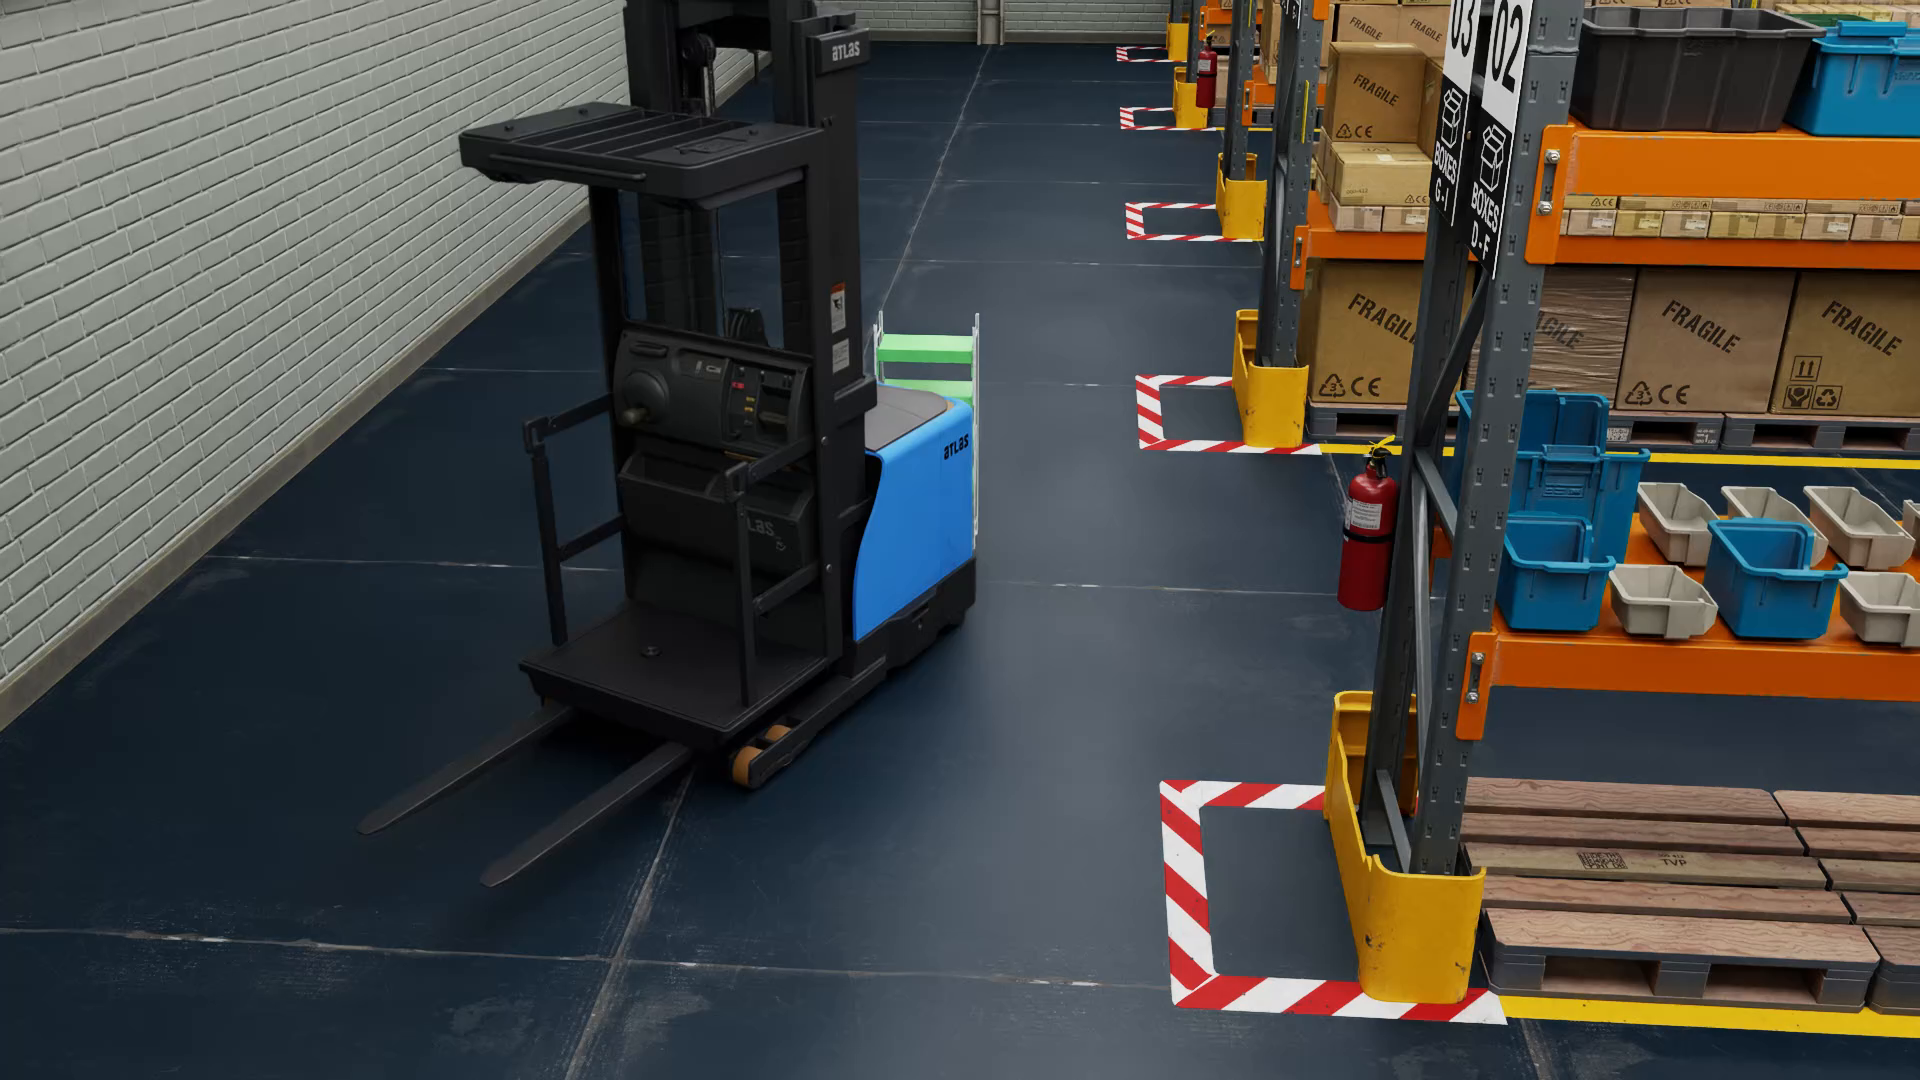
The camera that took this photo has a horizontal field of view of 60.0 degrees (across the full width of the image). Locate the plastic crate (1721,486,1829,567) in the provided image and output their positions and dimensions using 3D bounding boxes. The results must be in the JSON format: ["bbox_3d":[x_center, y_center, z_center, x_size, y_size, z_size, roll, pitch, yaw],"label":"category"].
[{"bbox_3d":[2.681,-0.034,5.480,0.243,0.136,0.396,2,25,4],"label":"plastic crate"}]

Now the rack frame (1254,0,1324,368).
[{"bbox_3d":[1.946,-2.157,9.850,0.127,3.000,1.000,2,25,4],"label":"rack frame"}]

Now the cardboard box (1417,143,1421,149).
[{"bbox_3d":[2.955,-2.303,9.990,0.500,0.250,0.500,1,25,3],"label":"cardboard box"}]

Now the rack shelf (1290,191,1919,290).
[{"bbox_3d":[3.940,-1.766,9.861,4.000,0.370,1.077,2,25,4],"label":"rack shelf"}]

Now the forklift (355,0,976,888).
[{"bbox_3d":[-1.111,-0.563,6.468,1.130,2.935,3.031,14,28,28],"label":"forklift"}]

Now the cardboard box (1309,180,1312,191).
[{"bbox_3d":[2.929,-3.128,14.512,0.250,0.149,0.380,3,25,6],"label":"cardboard box"}]

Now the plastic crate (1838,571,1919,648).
[{"bbox_3d":[2.777,0.211,4.946,0.298,0.136,0.250,2,25,4],"label":"plastic crate"}]

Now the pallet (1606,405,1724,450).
[{"bbox_3d":[3.962,-0.857,10.361,1.213,0.211,1.003,2,25,4],"label":"pallet"}]

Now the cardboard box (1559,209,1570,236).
[{"bbox_3d":[3.299,-1.862,9.509,0.250,0.149,0.380,1,25,3],"label":"cardboard box"}]

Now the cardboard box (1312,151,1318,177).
[{"bbox_3d":[3.207,-3.270,14.465,0.250,0.149,0.380,2,25,5],"label":"cardboard box"}]

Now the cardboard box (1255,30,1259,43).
[{"bbox_3d":[4.104,-7.163,23.637,0.250,0.149,0.380,1,25,2],"label":"cardboard box"}]

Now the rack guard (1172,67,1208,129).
[{"bbox_3d":[2.680,-5.153,19.350,0.348,0.500,1.175,2,25,4],"label":"rack guard"}]

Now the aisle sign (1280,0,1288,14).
[{"bbox_3d":[1.897,-3.465,9.583,0.004,0.787,0.394,2,25,4],"label":"aisle sign"}]

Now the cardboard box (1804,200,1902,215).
[{"bbox_3d":[4.957,-2.016,9.367,0.500,0.250,0.500,3,25,6],"label":"cardboard box"}]

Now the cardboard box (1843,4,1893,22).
[{"bbox_3d":[7.306,-4.220,13.419,0.250,0.149,0.380,2,25,4],"label":"cardboard box"}]

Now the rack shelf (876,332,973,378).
[{"bbox_3d":[-0.165,-0.928,8.337,0.480,0.148,0.258,2,25,4],"label":"rack shelf"}]

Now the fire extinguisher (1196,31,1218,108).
[{"bbox_3d":[2.210,-4.217,14.865,0.183,0.674,0.296,2,25,4],"label":"fire extinguisher"}]

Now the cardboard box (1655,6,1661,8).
[{"bbox_3d":[5.911,-4.171,13.752,0.500,0.500,0.500,2,25,4],"label":"cardboard box"}]

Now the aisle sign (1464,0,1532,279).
[{"bbox_3d":[1.472,-1.152,4.556,0.004,0.787,0.394,2,25,4],"label":"aisle sign"}]

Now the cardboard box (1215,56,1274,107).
[{"bbox_3d":[3.370,-5.335,19.318,0.875,0.438,0.875,1,25,2],"label":"cardboard box"}]

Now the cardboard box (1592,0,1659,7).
[{"bbox_3d":[5.409,-4.645,13.584,0.500,0.500,0.500,1,25,2],"label":"cardboard box"}]

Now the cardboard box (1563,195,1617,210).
[{"bbox_3d":[3.423,-2.065,9.473,0.500,0.250,0.500,1,25,2],"label":"cardboard box"}]

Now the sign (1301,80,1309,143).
[{"bbox_3d":[1.897,-2.355,9.150,0.005,0.325,0.100,2,25,4],"label":"sign"}]

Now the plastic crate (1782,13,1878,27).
[{"bbox_3d":[2.572,-1.447,4.971,0.336,0.188,0.450,2,25,4],"label":"plastic crate"}]

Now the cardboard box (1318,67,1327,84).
[{"bbox_3d":[2.981,-3.969,14.088,0.250,0.149,0.380,3,25,6],"label":"cardboard box"}]

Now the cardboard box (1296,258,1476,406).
[{"bbox_3d":[2.590,-1.396,10.234,0.875,0.875,0.875,2,25,4],"label":"cardboard box"}]

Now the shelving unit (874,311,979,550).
[{"bbox_3d":[-0.165,-0.550,8.511,0.503,1.200,0.258,2,25,4],"label":"shelving unit"}]

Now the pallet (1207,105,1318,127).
[{"bbox_3d":[3.508,-5.028,19.424,1.213,0.211,1.003,2,25,4],"label":"pallet"}]

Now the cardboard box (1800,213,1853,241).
[{"bbox_3d":[4.836,-1.813,9.402,0.250,0.149,0.380,2,25,5],"label":"cardboard box"}]

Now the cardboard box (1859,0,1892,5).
[{"bbox_3d":[7.617,-4.483,13.991,0.250,0.149,0.380,2,25,4],"label":"cardboard box"}]

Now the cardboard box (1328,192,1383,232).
[{"bbox_3d":[2.274,-1.894,9.579,0.250,0.149,0.380,2,25,5],"label":"cardboard box"}]

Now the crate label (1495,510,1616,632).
[{"bbox_3d":[1.787,0.101,5.070,0.303,0.233,0.416,2,25,4],"label":"crate label"}]

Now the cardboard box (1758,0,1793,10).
[{"bbox_3d":[6.830,-4.509,14.046,0.250,0.149,0.380,3,25,6],"label":"cardboard box"}]

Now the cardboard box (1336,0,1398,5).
[{"bbox_3d":[3.357,-4.717,13.742,0.500,0.500,0.500,3,25,6],"label":"cardboard box"}]

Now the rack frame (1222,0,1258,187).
[{"bbox_3d":[2.426,-4.221,14.335,0.127,3.000,1.000,2,25,4],"label":"rack frame"}]

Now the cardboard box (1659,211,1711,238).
[{"bbox_3d":[4.070,-1.838,9.456,0.250,0.149,0.380,2,25,5],"label":"cardboard box"}]

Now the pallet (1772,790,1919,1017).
[{"bbox_3d":[3.599,1.257,5.767,1.213,0.211,1.003,2,25,4],"label":"pallet"}]

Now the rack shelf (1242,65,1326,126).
[{"bbox_3d":[4.420,-3.830,14.347,4.000,0.370,1.077,2,25,4],"label":"rack shelf"}]

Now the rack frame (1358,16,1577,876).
[{"bbox_3d":[1.567,-0.093,5.363,0.127,3.000,1.000,2,25,4],"label":"rack frame"}]

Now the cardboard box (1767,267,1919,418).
[{"bbox_3d":[5.282,-1.309,10.046,0.875,0.875,0.875,2,25,4],"label":"cardboard box"}]

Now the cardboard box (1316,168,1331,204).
[{"bbox_3d":[2.326,-2.169,10.176,0.250,0.149,0.380,2,25,5],"label":"cardboard box"}]

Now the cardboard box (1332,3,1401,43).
[{"bbox_3d":[3.388,-4.266,13.957,0.500,0.500,0.500,2,25,4],"label":"cardboard box"}]
